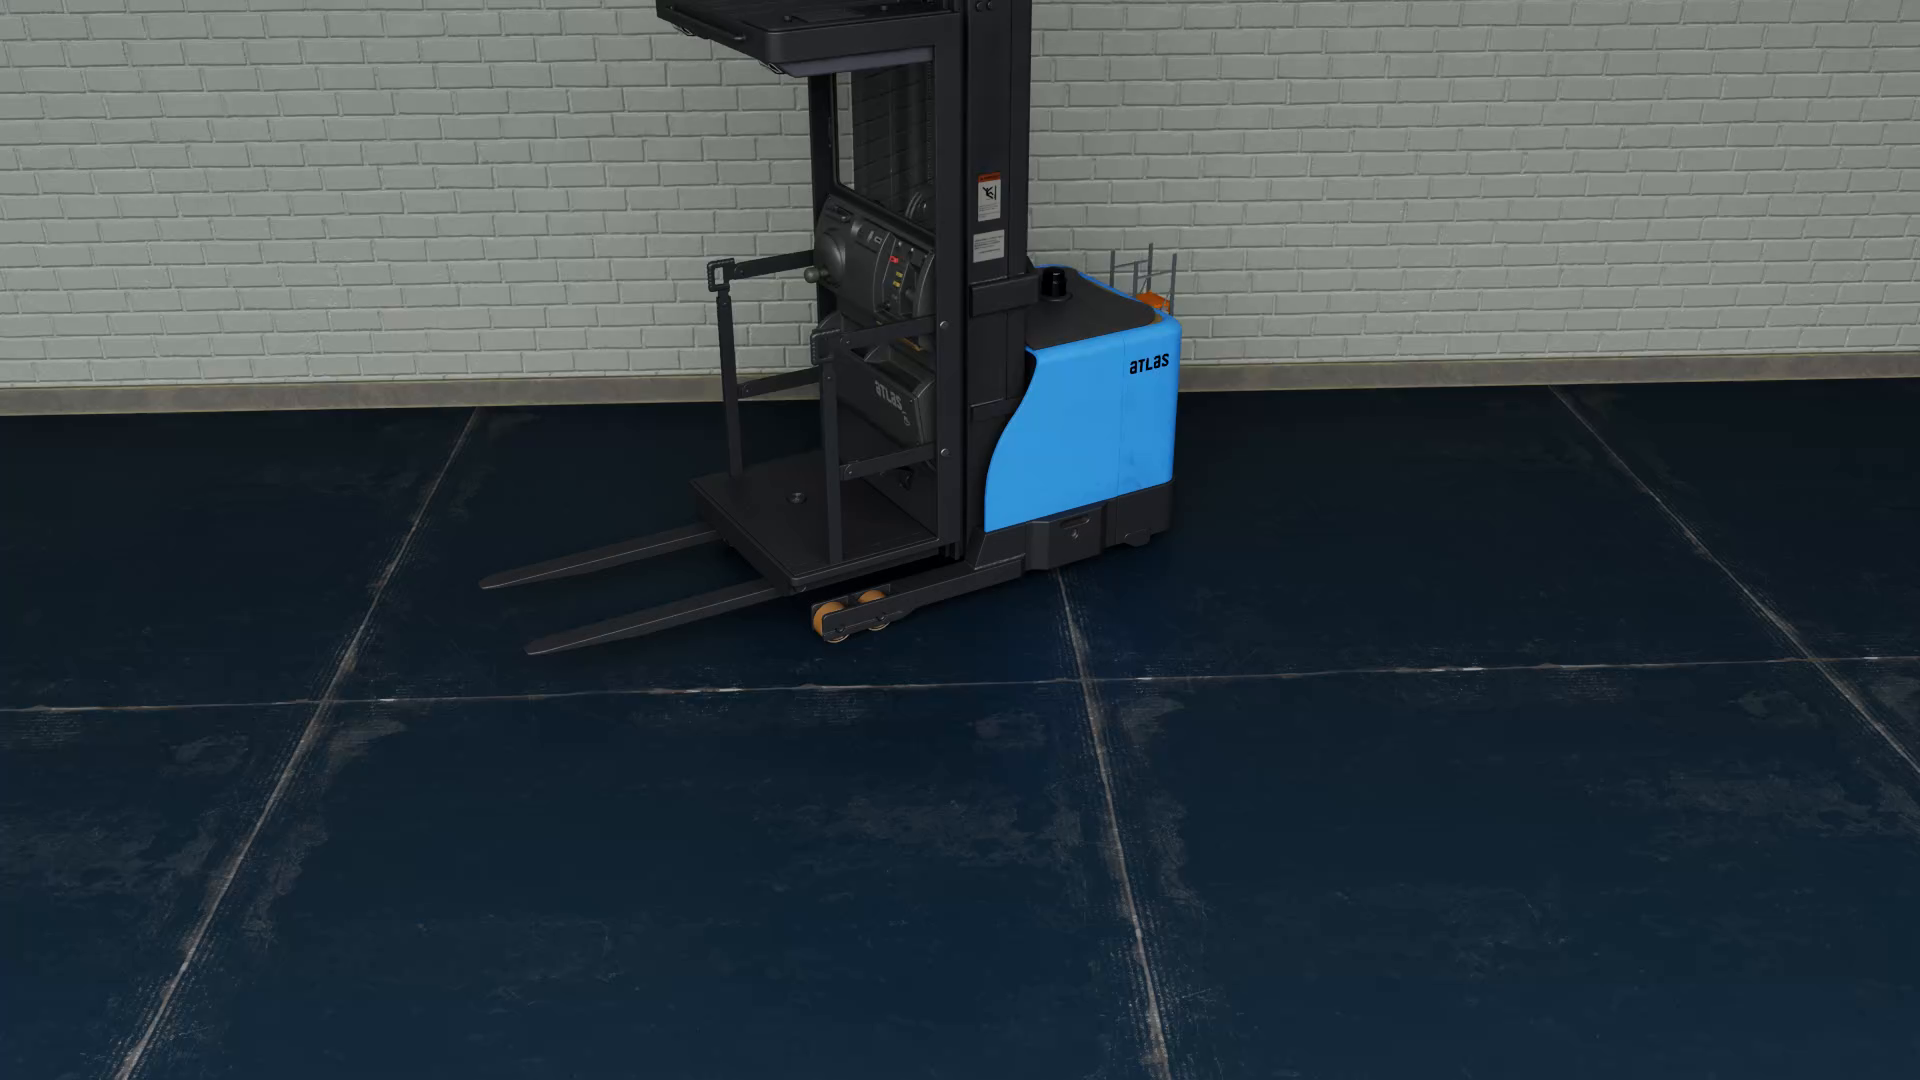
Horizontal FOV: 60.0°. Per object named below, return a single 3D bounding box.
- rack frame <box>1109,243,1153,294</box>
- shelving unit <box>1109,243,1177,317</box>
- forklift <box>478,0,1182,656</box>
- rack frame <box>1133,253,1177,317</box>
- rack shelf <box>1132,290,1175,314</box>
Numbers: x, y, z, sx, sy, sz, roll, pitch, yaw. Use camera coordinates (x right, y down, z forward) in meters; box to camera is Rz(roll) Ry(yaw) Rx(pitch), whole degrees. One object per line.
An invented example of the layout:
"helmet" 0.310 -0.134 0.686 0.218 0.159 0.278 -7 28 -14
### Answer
"rack frame" 0.807 -0.841 8.065 0.240 1.200 0.006 -15 31 -27
"shelving unit" 0.854 -0.805 7.995 0.258 1.200 0.189 -15 31 -27
"forklift" -0.539 -1.151 6.787 3.031 2.935 1.130 -15 31 -27
"rack frame" 0.901 -0.768 7.926 0.240 1.200 0.006 -15 31 -27
"rack shelf" 0.854 -1.084 7.849 0.258 0.103 0.180 -15 31 -27
